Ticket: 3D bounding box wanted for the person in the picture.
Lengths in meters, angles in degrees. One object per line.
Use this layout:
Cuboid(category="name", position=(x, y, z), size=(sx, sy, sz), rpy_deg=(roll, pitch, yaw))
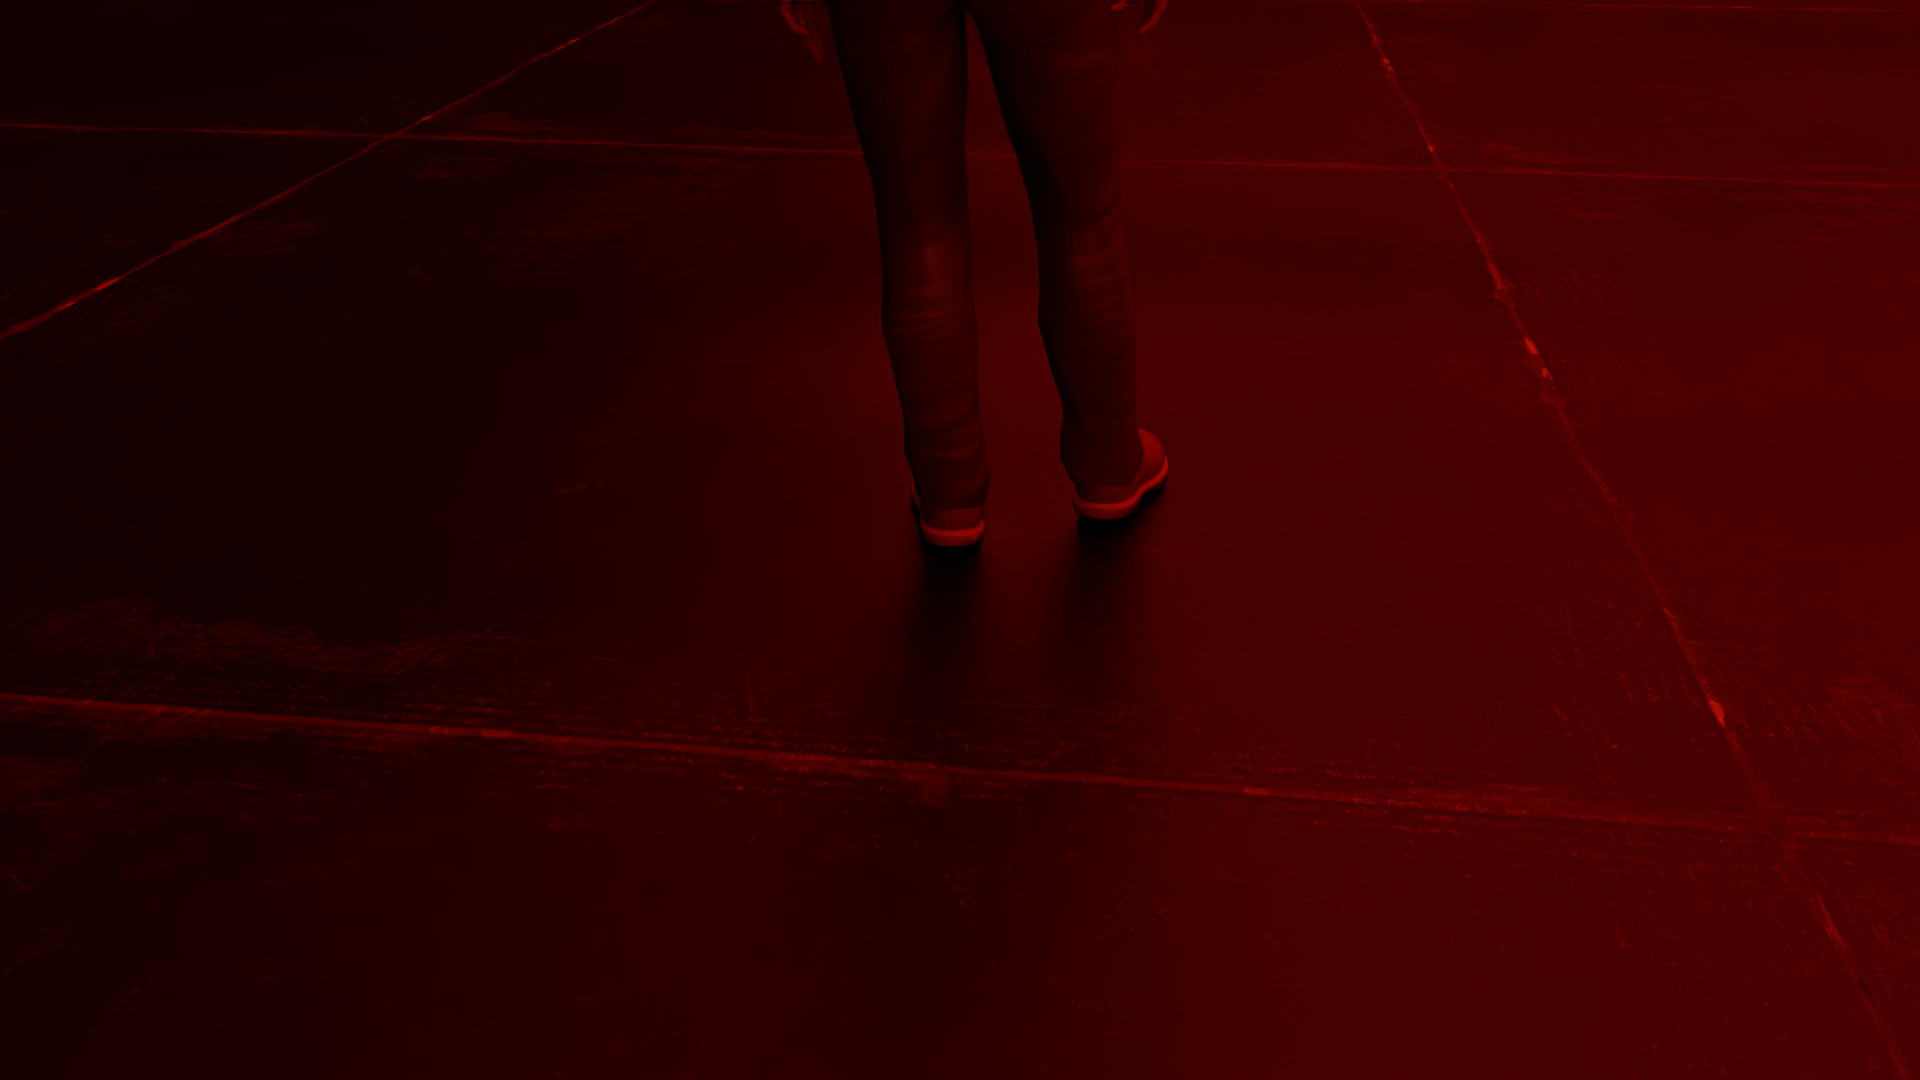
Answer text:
Cuboid(category="person", position=(0.031, -0.784, 2.203), size=(0.570, 1.656, 0.503), rpy_deg=(3, 27, 7))
